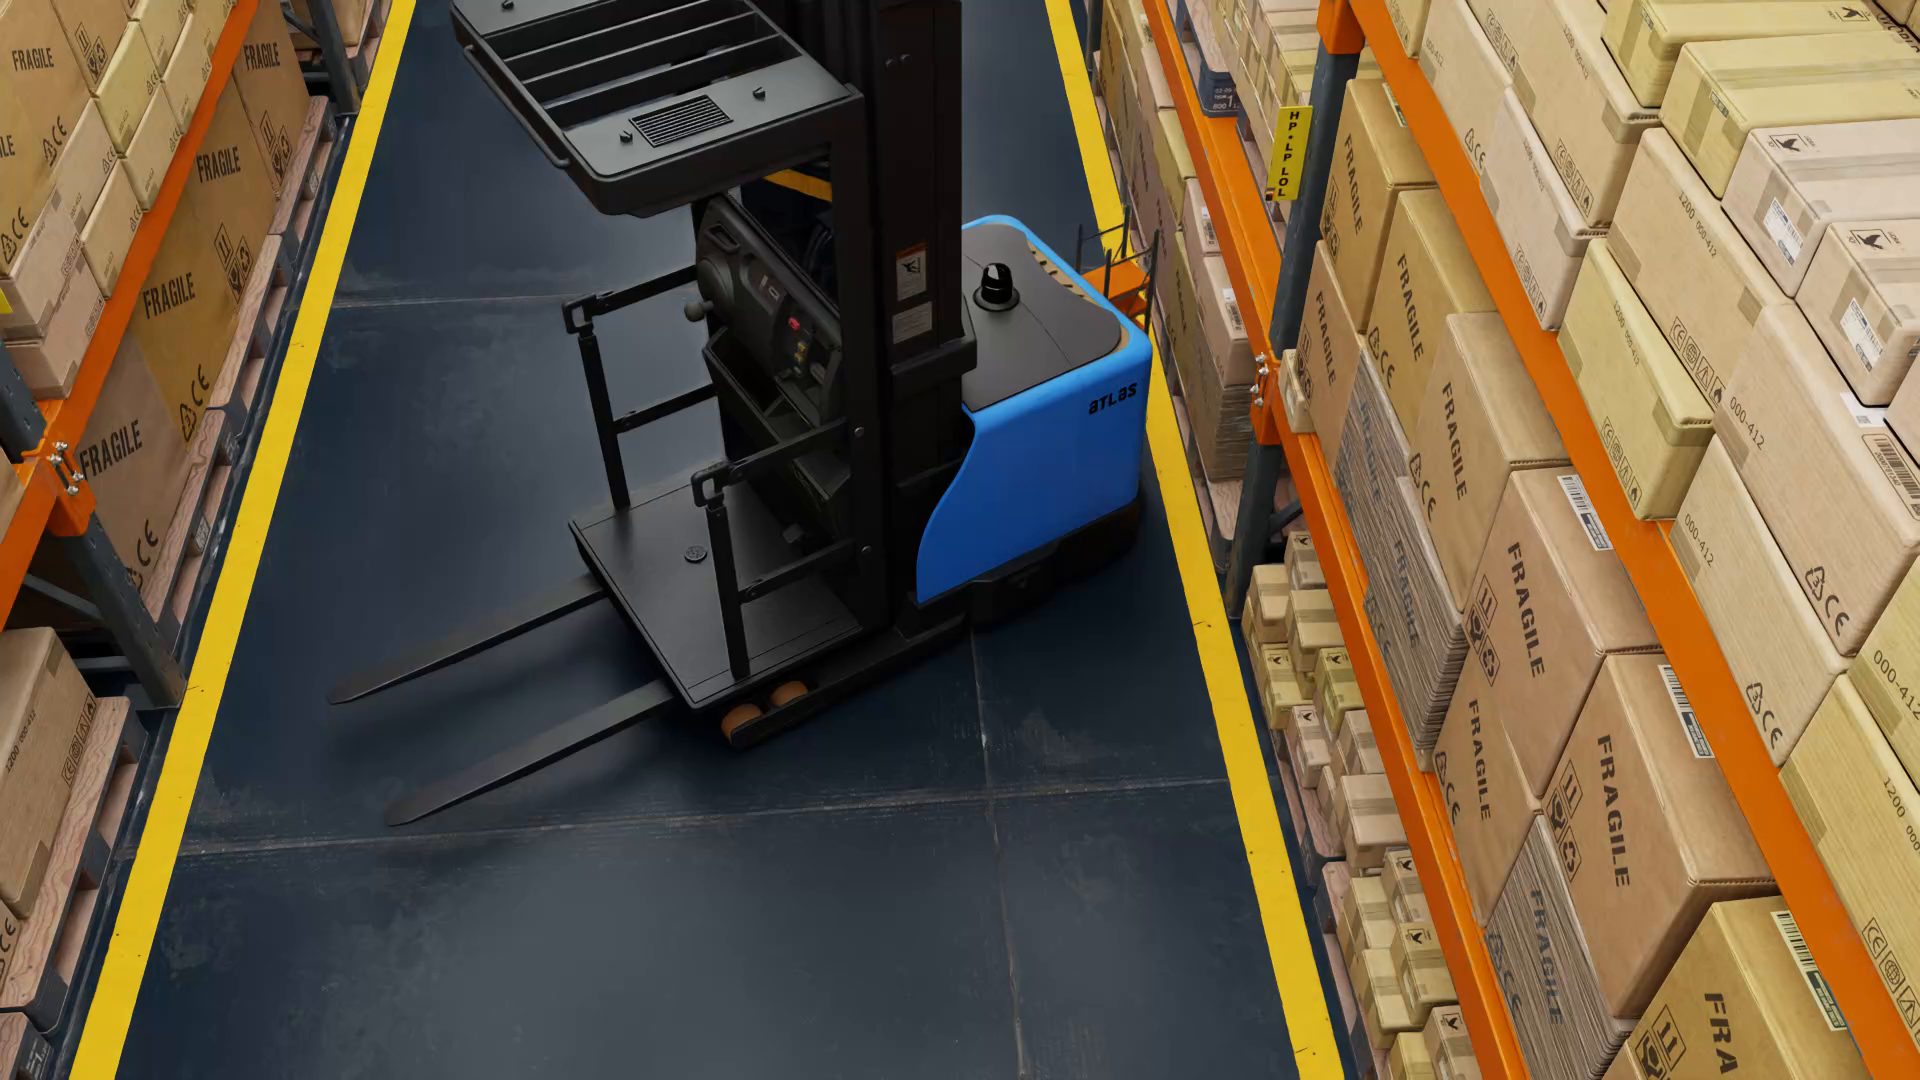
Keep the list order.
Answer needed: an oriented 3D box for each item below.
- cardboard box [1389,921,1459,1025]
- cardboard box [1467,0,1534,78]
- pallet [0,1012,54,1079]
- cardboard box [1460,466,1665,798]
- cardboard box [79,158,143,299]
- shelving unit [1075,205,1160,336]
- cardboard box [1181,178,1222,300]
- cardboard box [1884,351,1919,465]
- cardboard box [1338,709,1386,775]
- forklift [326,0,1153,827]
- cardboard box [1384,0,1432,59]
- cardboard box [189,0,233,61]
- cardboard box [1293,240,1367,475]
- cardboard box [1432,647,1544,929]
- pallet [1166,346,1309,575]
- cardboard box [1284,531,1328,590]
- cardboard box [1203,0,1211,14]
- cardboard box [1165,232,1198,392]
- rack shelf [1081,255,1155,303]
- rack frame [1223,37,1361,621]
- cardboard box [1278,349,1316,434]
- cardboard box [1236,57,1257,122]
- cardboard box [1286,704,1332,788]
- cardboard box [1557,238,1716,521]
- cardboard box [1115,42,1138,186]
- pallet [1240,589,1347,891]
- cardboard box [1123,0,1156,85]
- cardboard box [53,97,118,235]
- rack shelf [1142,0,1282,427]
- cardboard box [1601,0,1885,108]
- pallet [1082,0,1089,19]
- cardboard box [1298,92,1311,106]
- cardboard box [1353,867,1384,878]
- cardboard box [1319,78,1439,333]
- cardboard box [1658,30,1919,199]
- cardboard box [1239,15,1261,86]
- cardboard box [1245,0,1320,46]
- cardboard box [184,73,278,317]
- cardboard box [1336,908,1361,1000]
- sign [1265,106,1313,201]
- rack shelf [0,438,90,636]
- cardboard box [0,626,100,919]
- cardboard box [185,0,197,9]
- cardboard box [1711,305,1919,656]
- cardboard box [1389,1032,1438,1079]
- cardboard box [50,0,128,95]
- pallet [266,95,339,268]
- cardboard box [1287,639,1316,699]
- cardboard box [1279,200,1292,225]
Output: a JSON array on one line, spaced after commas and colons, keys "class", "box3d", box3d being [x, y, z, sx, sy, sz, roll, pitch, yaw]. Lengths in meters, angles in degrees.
[{"class": "cardboard box", "box3d": [1.464, 1.233, 4.781, 0.380, 0.149, 0.250, -3, 47, -3]}, {"class": "cardboard box", "box3d": [1.374, -1.220, 3.533, 0.500, 0.250, 0.500, -4, 47, -3]}, {"class": "pallet", "box3d": [-3.297, 1.980, 4.729, 1.003, 0.211, 1.213, -3, 47, -3]}, {"class": "cardboard box", "box3d": [1.442, 0.181, 3.551, 0.500, 0.500, 0.500, -5, 47, -5]}, {"class": "cardboard box", "box3d": [-3.207, -1.075, 5.806, 0.500, 0.250, 0.500, -5, 47, -4]}, {"class": "shelving unit", "box3d": [0.591, -0.754, 6.637, 0.258, 1.200, 0.189, -25, 51, -22]}, {"class": "cardboard box", "box3d": [1.192, -1.231, 6.766, 0.500, 0.250, 0.500, -1, 47, -1]}, {"class": "cardboard box", "box3d": [1.514, -0.151, 2.246, 0.380, 0.149, 0.250, -4, 47, -4]}, {"class": "cardboard box", "box3d": [1.437, 0.671, 5.313, 0.380, 0.149, 0.250, -5, 47, -4]}, {"class": "forklift", "box3d": [-0.807, -0.695, 5.390, 3.031, 2.935, 1.130, -25, 51, -22]}, {"class": "cardboard box", "box3d": [1.312, -1.421, 4.067, 0.500, 0.250, 0.500, -1, 47, -1]}, {"class": "cardboard box", "box3d": [-3.338, -2.177, 6.849, 0.500, 0.250, 0.500, -4, 47, -4]}, {"class": "cardboard box", "box3d": [1.326, -0.555, 4.936, 0.500, 0.500, 0.500, -4, 47, -4]}, {"class": "cardboard box", "box3d": [1.455, 0.555, 3.885, 0.500, 0.500, 0.500, -1, 47, -1]}, {"class": "pallet", "box3d": [1.469, -0.396, 6.980, 1.003, 0.211, 1.213, -3, 47, -3]}, {"class": "cardboard box", "box3d": [1.358, 0.101, 5.853, 0.380, 0.149, 0.250, -2, 47, -2]}, {"class": "cardboard box", "box3d": [1.171, -2.261, 6.709, 0.380, 0.149, 0.250, -5, 47, -5]}, {"class": "cardboard box", "box3d": [1.180, -0.968, 7.034, 0.500, 0.500, 0.500, -4, 47, -4]}, {"class": "rack shelf", "box3d": [0.592, -0.971, 6.409, 0.258, 0.103, 0.180, -25, 51, -22]}, {"class": "rack frame", "box3d": [1.536, -0.792, 5.434, 1.000, 3.000, 0.127, -3, 47, -3]}, {"class": "cardboard box", "box3d": [1.234, -0.481, 5.313, 0.380, 0.149, 0.250, -2, 47, -2]}, {"class": "cardboard box", "box3d": [1.243, -1.675, 6.154, 0.380, 0.149, 0.250, -6, 47, -5]}, {"class": "cardboard box", "box3d": [1.341, 0.696, 5.699, 0.380, 0.149, 0.250, -4, 47, -3]}, {"class": "cardboard box", "box3d": [1.427, -0.303, 3.008, 0.500, 0.250, 0.500, -2, 47, -2]}, {"class": "cardboard box", "box3d": [1.052, -2.080, 8.087, 0.500, 0.500, 0.500, -3, 47, -3]}, {"class": "pallet", "box3d": [1.627, 0.650, 5.989, 1.003, 0.211, 1.213, -3, 47, -3]}, {"class": "cardboard box", "box3d": [1.060, -2.348, 7.824, 0.500, 0.250, 0.500, -4, 47, -4]}, {"class": "cardboard box", "box3d": [-3.216, -1.250, 5.626, 0.500, 0.250, 0.500, -3, 47, -3]}, {"class": "rack shelf", "box3d": [1.368, -1.992, 7.066, 1.077, 0.370, 4.000, -3, 47, -3]}, {"class": "cardboard box", "box3d": [1.381, -0.902, 2.957, 0.380, 0.149, 0.250, -1, 47, -1]}, {"class": "pallet", "box3d": [1.210, -3.302, 9.732, 1.003, 0.211, 1.213, -3, 47, -3]}, {"class": "cardboard box", "box3d": [1.308, -1.333, 5.421, 0.380, 0.149, 0.250, -2, 47, -1]}, {"class": "cardboard box", "box3d": [1.434, 0.971, 5.234, 0.380, 0.149, 0.250, -2, 47, -1]}, {"class": "cardboard box", "box3d": [1.331, -0.931, 4.604, 0.500, 0.500, 0.500, -2, 47, -2]}, {"class": "cardboard box", "box3d": [1.416, -0.713, 2.778, 0.380, 0.149, 0.250, -5, 47, -4]}, {"class": "cardboard box", "box3d": [1.237, -1.796, 6.064, 0.380, 0.149, 0.250, -5, 47, -5]}, {"class": "cardboard box", "box3d": [1.243, -1.905, 5.962, 0.380, 0.149, 0.250, -4, 47, -3]}, {"class": "cardboard box", "box3d": [-3.678, -1.576, 7.350, 0.875, 0.875, 0.875, -3, 47, -3]}, {"class": "cardboard box", "box3d": [1.395, 1.263, 5.162, 0.380, 0.149, 0.250, -5, 47, -4]}, {"class": "sign", "box3d": [0.983, -1.154, 4.979, 0.100, 0.325, 0.005, -3, 47, -3]}, {"class": "rack shelf", "box3d": [-3.221, 1.276, 3.971, 1.077, 0.370, 4.000, -3, 47, -3]}, {"class": "cardboard box", "box3d": [-3.443, 0.779, 5.421, 0.875, 0.438, 0.875, -4, 47, -4]}, {"class": "cardboard box", "box3d": [-3.320, -2.358, 6.676, 0.500, 0.250, 0.500, -5, 47, -4]}, {"class": "cardboard box", "box3d": [1.494, -0.108, 2.480, 0.500, 0.250, 0.500, -3, 47, -3]}, {"class": "cardboard box", "box3d": [1.438, 1.535, 4.700, 0.380, 0.149, 0.250, -1, 47, -1]}, {"class": "cardboard box", "box3d": [-3.248, -1.862, 5.690, 0.500, 0.500, 0.500, -5, 47, -4]}, {"class": "pallet", "box3d": [-3.732, -1.778, 8.289, 1.003, 0.211, 1.213, -3, 47, -3]}, {"class": "cardboard box", "box3d": [1.358, 0.401, 5.774, 0.380, 0.149, 0.250, -3, 47, -3]}, {"class": "cardboard box", "box3d": [1.305, -1.125, 5.634, 0.380, 0.149, 0.250, -4, 47, -4]}]
